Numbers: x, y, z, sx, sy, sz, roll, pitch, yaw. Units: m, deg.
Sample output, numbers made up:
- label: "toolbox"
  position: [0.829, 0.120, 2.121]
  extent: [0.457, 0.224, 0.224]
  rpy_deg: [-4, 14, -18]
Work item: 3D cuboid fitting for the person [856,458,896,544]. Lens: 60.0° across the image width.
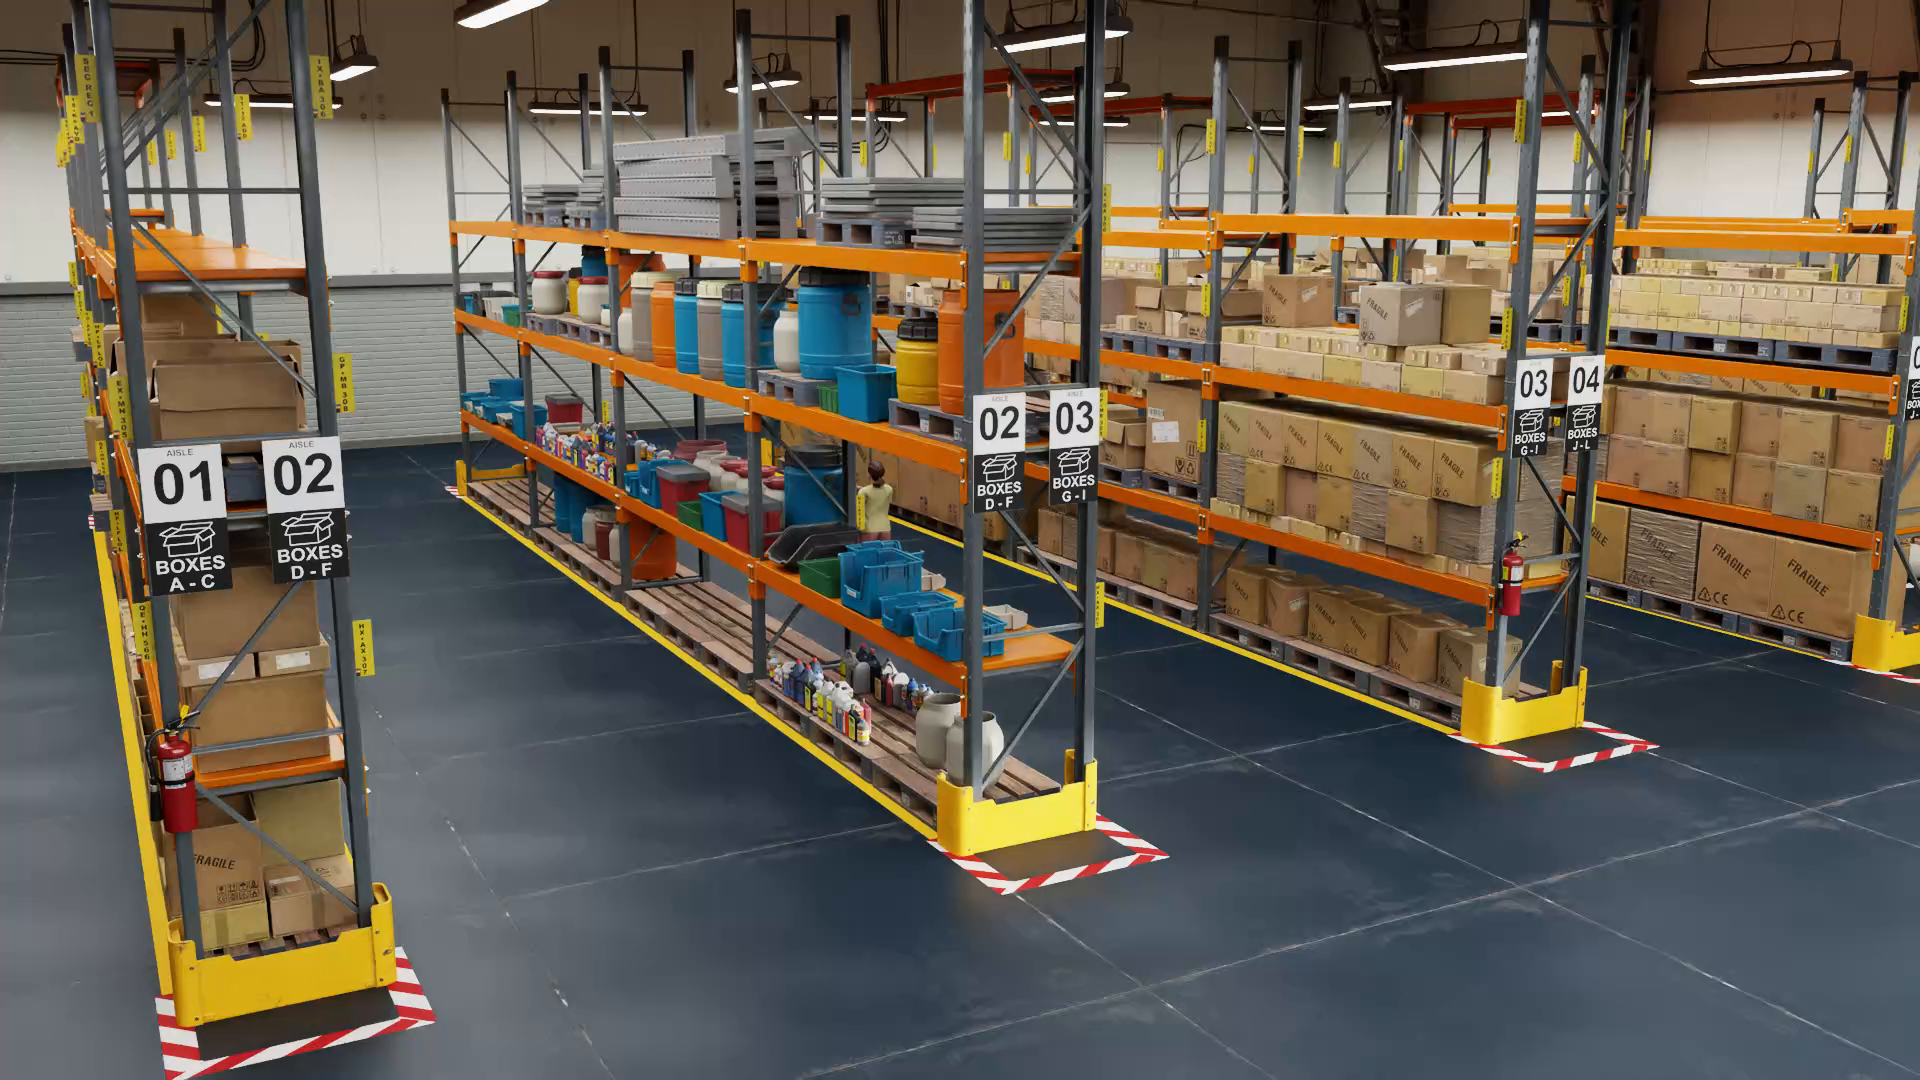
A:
- label: "person"
  position: [-0.953, -0.071, 18.299]
  extent: [0.493, 1.673, 0.361]
  rpy_deg: [-7, 14, -30]
